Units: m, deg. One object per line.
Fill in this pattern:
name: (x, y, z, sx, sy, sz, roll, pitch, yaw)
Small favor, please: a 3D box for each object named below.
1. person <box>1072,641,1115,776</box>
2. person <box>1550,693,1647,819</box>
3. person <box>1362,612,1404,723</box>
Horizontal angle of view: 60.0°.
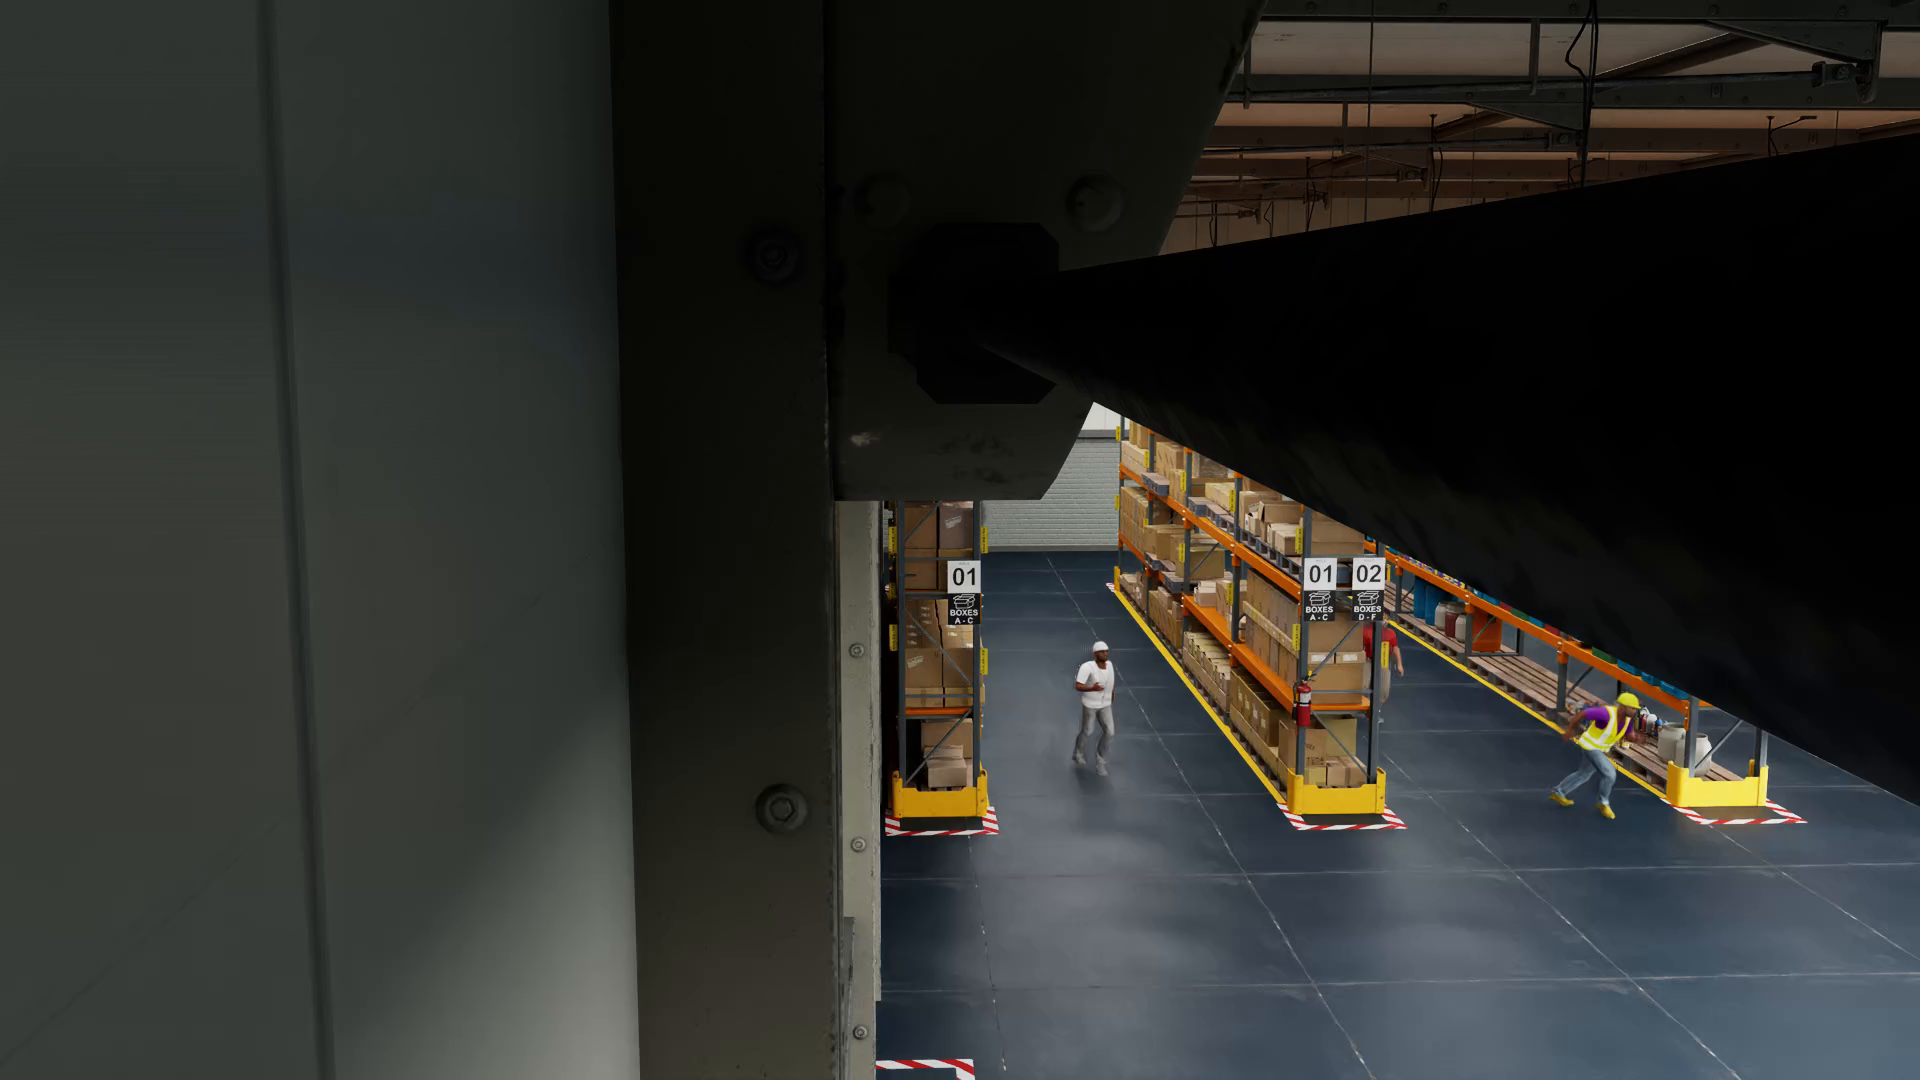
person: (1.853, 2.261, 22.400, 0.704, 1.829, 0.739, -4, 9, -26)
person: (7.868, 2.594, 20.509, 0.721, 1.564, 1.112, -7, 11, -38)
person: (6.239, 1.897, 25.067, 0.714, 1.691, 0.686, -1, 8, -8)
